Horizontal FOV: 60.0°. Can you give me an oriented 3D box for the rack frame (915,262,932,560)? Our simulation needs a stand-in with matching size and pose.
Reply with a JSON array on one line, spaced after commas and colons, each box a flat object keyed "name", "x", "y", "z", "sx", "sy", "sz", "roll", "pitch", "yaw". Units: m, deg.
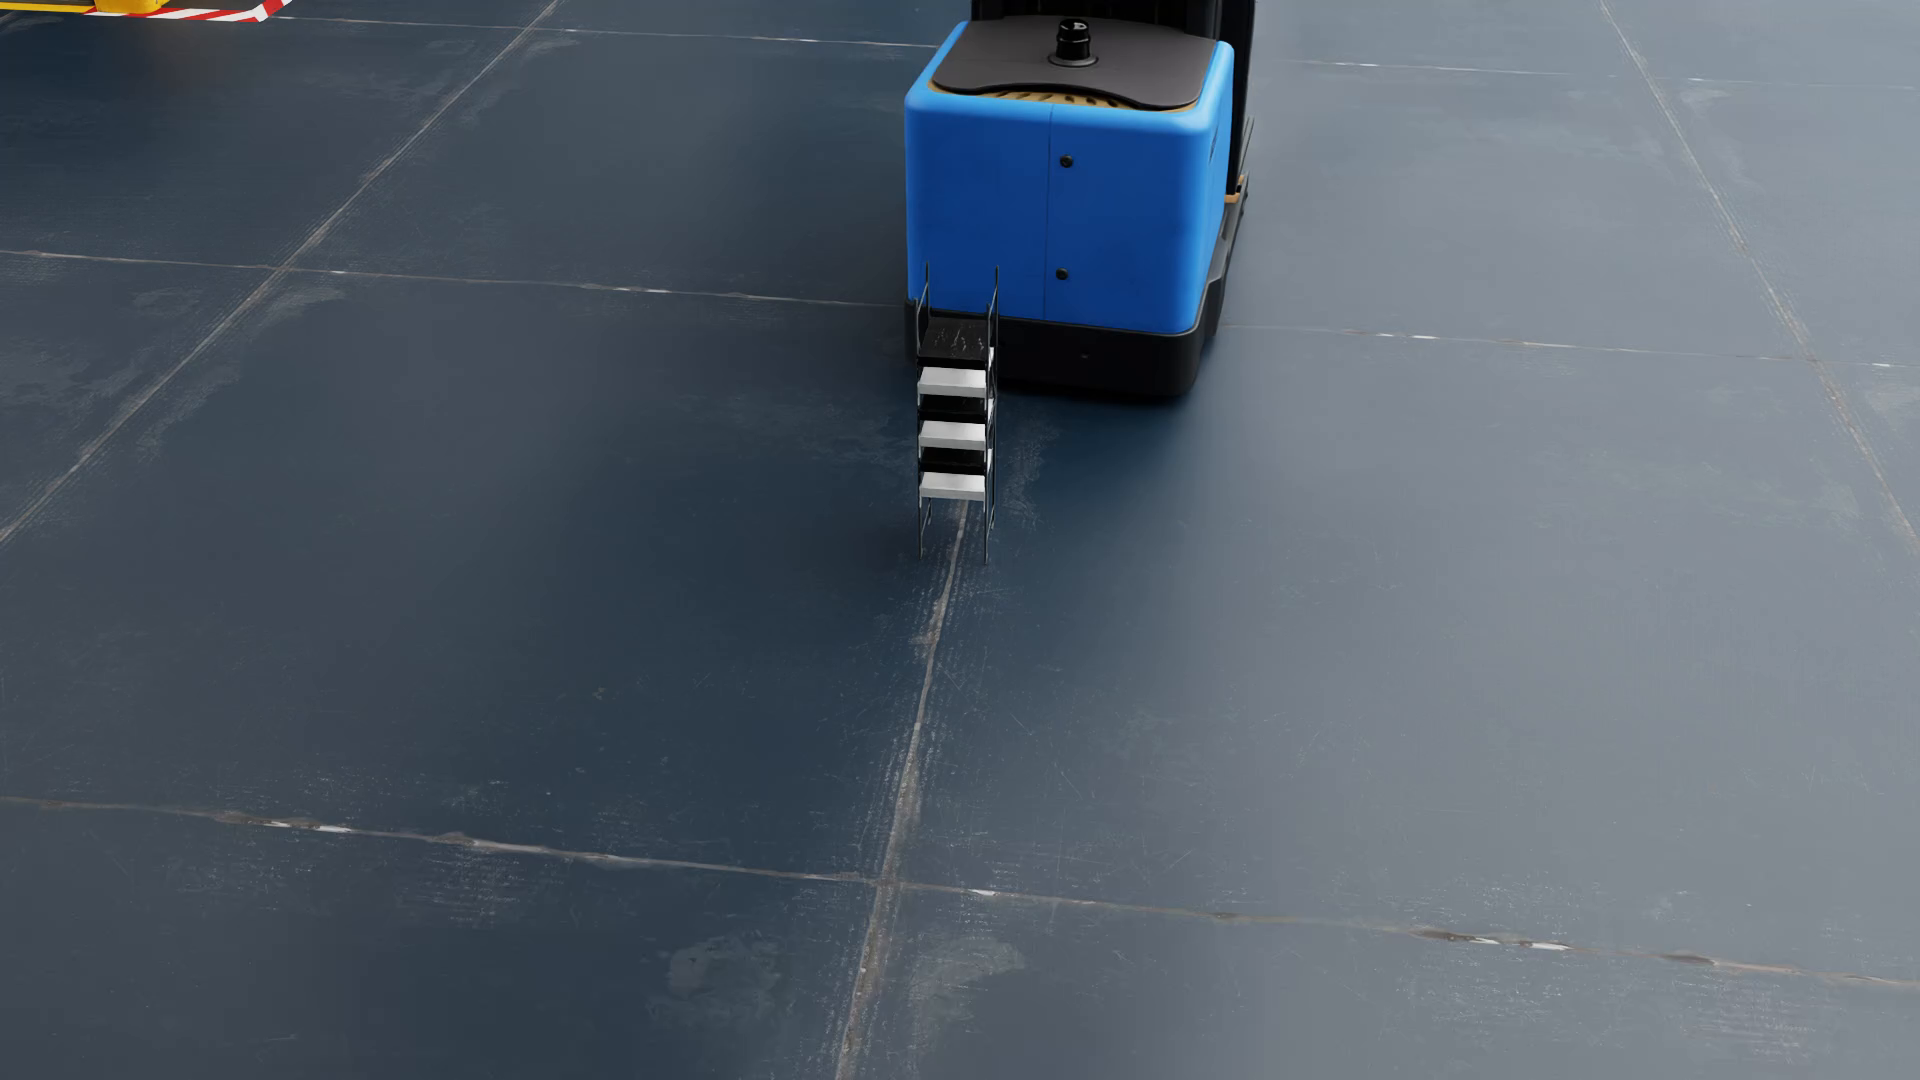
[{"name": "rack frame", "x": -0.109, "y": -0.374, "z": 5.000, "sx": 0.006, "sy": 0.900, "sz": 0.240, "roll": 4, "pitch": 36, "yaw": 6}]

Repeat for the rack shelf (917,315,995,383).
[{"name": "rack shelf", "x": -0.008, "y": -0.560, "z": 4.852, "sx": 0.200, "sy": 0.077, "sz": 0.258, "roll": 4, "pitch": 36, "yaw": 6}]

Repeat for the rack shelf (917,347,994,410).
[{"name": "rack shelf", "x": -0.008, "y": -0.486, "z": 4.904, "sx": 0.200, "sy": 0.077, "sz": 0.258, "roll": 4, "pitch": 36, "yaw": 6}]

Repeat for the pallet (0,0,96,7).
[{"name": "pallet", "x": -5.494, "y": -3.476, "z": 9.938, "sx": 1.213, "sy": 0.211, "sz": 1.003, "roll": 4, "pitch": 36, "yaw": 6}]

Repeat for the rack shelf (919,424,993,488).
[{"name": "rack shelf", "x": -0.008, "y": -0.267, "z": 5.061, "sx": 0.200, "sy": 0.077, "sz": 0.258, "roll": 4, "pitch": 36, "yaw": 6}]

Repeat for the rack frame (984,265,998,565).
[{"name": "rack frame", "x": 0.093, "y": -0.359, "z": 4.979, "sx": 0.006, "sy": 0.900, "sz": 0.240, "roll": 4, "pitch": 36, "yaw": 6}]

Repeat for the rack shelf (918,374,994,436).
[{"name": "rack shelf", "x": -0.008, "y": -0.413, "z": 4.957, "sx": 0.200, "sy": 0.077, "sz": 0.258, "roll": 4, "pitch": 36, "yaw": 6}]

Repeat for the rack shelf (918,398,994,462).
[{"name": "rack shelf", "x": -0.008, "y": -0.340, "z": 5.009, "sx": 0.200, "sy": 0.077, "sz": 0.258, "roll": 4, "pitch": 36, "yaw": 6}]

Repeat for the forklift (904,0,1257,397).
[{"name": "forklift", "x": 0.640, "y": -2.550, "z": 6.300, "sx": 1.130, "sy": 2.935, "sz": 3.031, "roll": 8, "pitch": 36, "yaw": 11}]

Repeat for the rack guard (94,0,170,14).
[{"name": "rack guard", "x": -4.689, "y": -3.530, "z": 9.766, "sx": 0.348, "sy": 0.500, "sz": 1.175, "roll": 4, "pitch": 36, "yaw": 6}]

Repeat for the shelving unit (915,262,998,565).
[{"name": "shelving unit", "x": -0.008, "y": -0.367, "z": 4.989, "sx": 0.210, "sy": 0.900, "sz": 0.258, "roll": 4, "pitch": 36, "yaw": 6}]

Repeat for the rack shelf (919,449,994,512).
[{"name": "rack shelf", "x": -0.008, "y": -0.193, "z": 5.113, "sx": 0.200, "sy": 0.077, "sz": 0.258, "roll": 4, "pitch": 36, "yaw": 6}]
